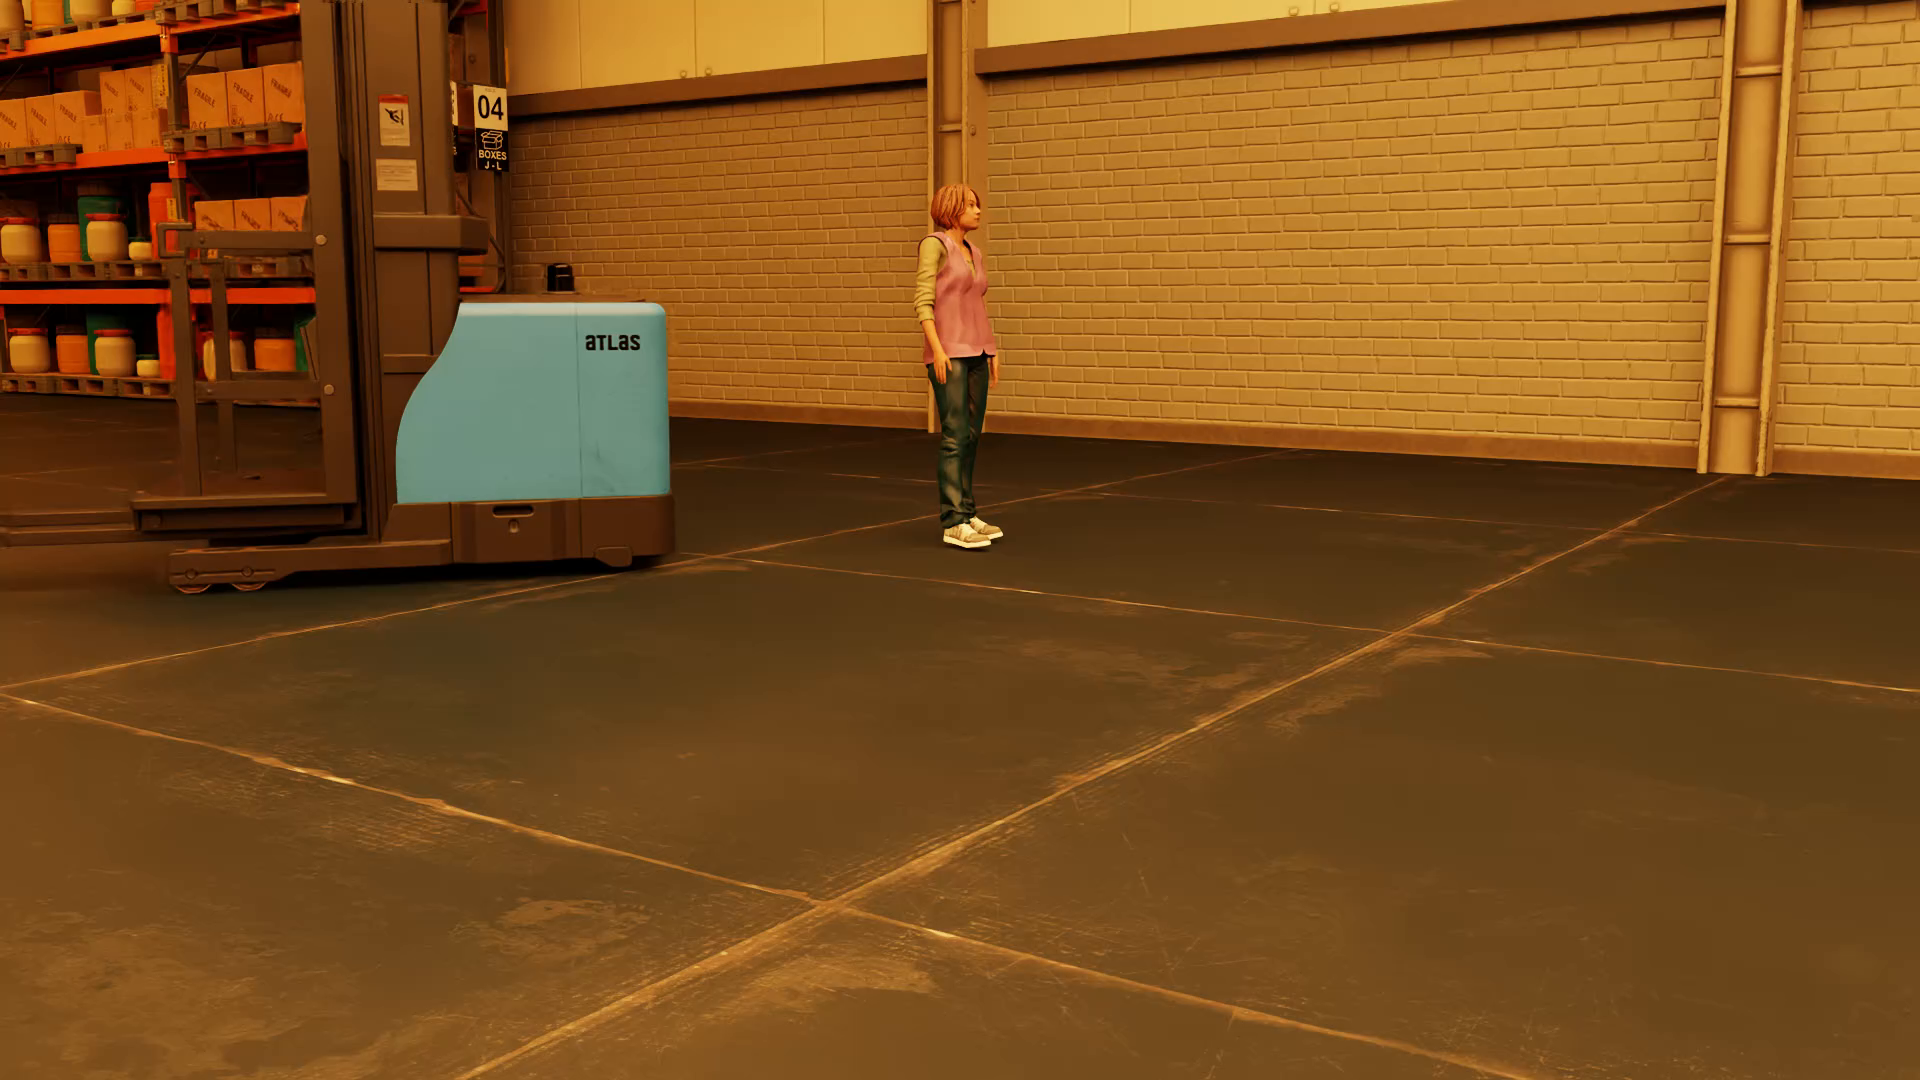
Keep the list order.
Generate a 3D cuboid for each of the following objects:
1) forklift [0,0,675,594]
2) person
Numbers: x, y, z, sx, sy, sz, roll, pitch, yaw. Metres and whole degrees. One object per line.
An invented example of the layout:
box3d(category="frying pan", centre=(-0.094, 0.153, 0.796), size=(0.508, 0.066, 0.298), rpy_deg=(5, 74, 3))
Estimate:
box3d(category="forklift", centre=(-2.734, -1.333, 6.568), size=(3.031, 2.935, 1.130), rpy_deg=(-2, 8, -16))
box3d(category="person", centre=(0.053, -0.791, 7.438), size=(0.476, 1.597, 0.520), rpy_deg=(5, 10, 34))
